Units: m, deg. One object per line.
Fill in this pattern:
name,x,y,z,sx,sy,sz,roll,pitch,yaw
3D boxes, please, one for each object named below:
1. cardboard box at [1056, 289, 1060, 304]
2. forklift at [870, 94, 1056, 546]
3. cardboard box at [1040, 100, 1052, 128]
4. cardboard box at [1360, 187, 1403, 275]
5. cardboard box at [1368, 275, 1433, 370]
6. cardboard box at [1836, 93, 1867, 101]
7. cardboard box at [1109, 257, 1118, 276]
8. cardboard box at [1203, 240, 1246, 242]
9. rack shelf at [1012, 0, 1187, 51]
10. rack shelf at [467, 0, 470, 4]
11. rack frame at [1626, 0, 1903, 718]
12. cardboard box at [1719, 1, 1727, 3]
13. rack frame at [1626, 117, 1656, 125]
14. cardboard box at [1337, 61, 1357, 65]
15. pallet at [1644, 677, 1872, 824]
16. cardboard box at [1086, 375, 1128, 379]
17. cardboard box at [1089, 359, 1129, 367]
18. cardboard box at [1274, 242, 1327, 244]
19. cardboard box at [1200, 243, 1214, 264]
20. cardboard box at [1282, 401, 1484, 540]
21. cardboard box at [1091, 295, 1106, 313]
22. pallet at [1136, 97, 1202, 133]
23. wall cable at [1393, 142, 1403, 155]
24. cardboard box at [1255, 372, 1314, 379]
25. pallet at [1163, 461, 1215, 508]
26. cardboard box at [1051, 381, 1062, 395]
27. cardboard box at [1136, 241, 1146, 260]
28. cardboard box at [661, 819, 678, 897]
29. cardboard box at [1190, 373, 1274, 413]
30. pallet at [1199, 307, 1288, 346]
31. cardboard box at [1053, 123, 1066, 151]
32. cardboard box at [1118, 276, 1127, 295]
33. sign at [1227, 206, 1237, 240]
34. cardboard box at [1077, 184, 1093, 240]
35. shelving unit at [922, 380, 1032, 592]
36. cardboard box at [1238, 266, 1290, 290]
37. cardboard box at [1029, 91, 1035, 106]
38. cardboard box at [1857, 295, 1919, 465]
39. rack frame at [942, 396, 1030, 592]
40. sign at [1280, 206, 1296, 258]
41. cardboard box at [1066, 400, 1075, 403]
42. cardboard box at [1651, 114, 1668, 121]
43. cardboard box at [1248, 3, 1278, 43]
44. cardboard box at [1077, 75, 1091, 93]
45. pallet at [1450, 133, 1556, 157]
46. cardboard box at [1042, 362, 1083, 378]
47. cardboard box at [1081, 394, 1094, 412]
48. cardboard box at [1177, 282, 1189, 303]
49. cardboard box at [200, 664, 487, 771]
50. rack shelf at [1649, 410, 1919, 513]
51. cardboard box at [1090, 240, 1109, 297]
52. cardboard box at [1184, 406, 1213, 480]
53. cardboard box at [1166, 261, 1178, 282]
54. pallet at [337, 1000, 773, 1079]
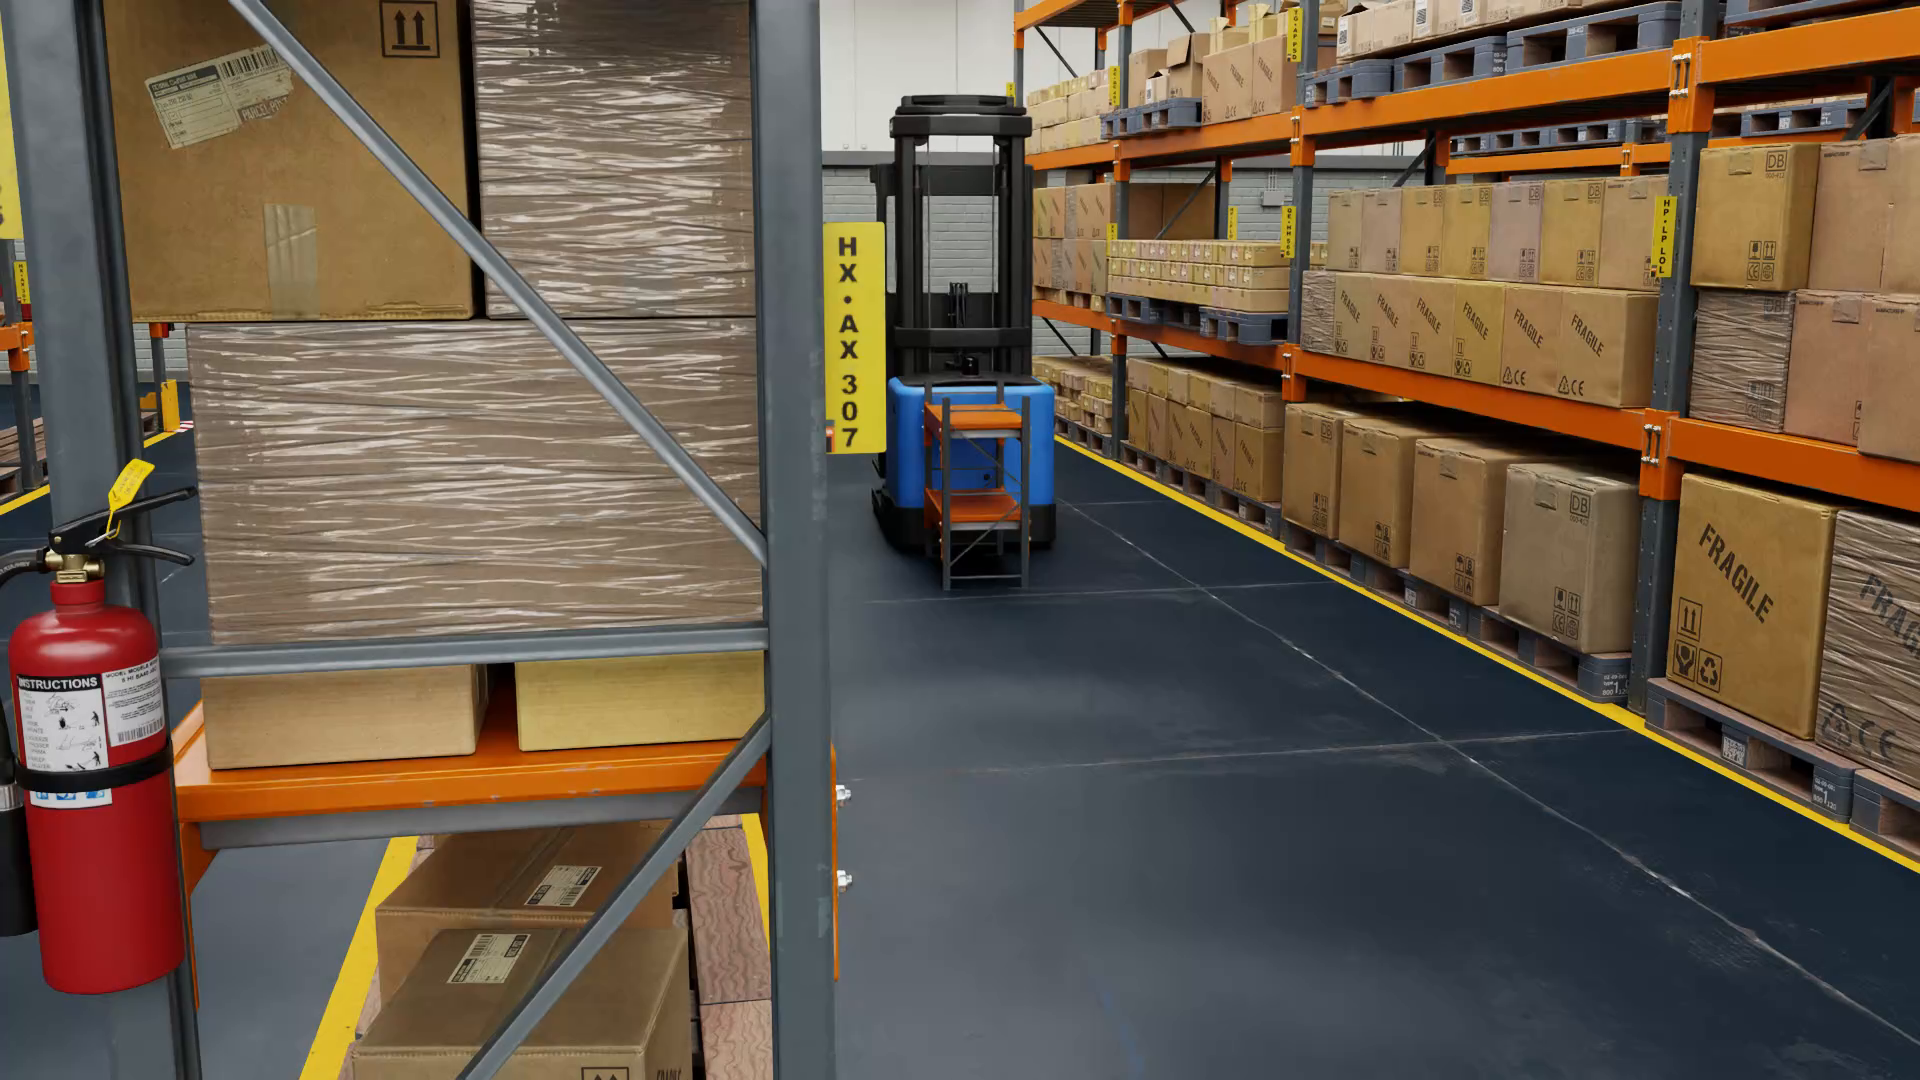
cardboard box,1.180,-2.457,16.754,0.380,0.149,0.250,-2,11,-9
forklift,-0.065,-1.629,11.915,1.130,2.935,3.031,-1,11,-7
cardboard box,1.105,-4.302,16.821,0.500,0.250,0.500,-2,11,-10
cardboard box,2.818,-1.833,9.865,0.700,0.500,0.500,-2,11,-12
cardboard box,2.663,-1.240,9.420,0.500,0.500,0.500,-2,11,-11
cardboard box,7.098,-3.571,12.521,0.700,0.500,0.500,-3,11,-14
cardboard box,1.489,-2.342,14.233,0.380,0.149,0.250,-2,11,-10
cardboard box,2.234,-2.414,13.815,0.380,0.149,0.250,-2,11,-13
rack shelf,1.474,-5.161,16.178,1.077,0.370,4.000,-2,11,-11
rack shelf,-1.077,-1.326,4.044,1.077,0.370,4.000,-2,11,-11
rack frame,3.419,-0.735,7.035,1.000,3.000,0.127,-2,11,-11
cardboard box,3.547,-2.518,7.348,0.258,0.266,0.396,-2,11,-12
rack frame,6.699,-5.348,15.226,1.000,3.000,0.127,-2,11,-11
cardboard box,2.549,-3.007,10.232,0.380,0.149,0.250,-3,11,-13
pallet,3.490,0.777,6.548,1.003,0.211,1.213,-2,11,-11
cardboard box,1.421,-1.497,15.951,0.380,0.149,0.250,-2,11,-9
cardboard box,1.604,-1.855,17.830,0.380,0.149,0.250,-2,11,-12
cardboard box,2.538,-2.128,12.312,0.380,0.149,0.250,-2,11,-8
cardboard box,1.943,-2.060,11.954,0.380,0.149,0.250,-2,11,-9
cardboard box,2.671,-0.455,10.457,1.050,0.750,0.750,-2,11,-12
cardboard box,1.421,-2.166,15.225,0.380,0.149,0.250,-2,11,-13
pallet,2.084,-3.276,12.867,1.213,0.211,1.003,-2,11,-11
wall cable,8.017,-7.254,25.141,2.988,3.039,0.133,-2,11,-11
cardboard box,2.562,-1.135,12.692,0.500,0.250,0.500,-2,11,-11
pallet,2.257,-0.465,13.077,1.003,0.211,1.213,-2,11,-11
cardboard box,1.156,-1.592,17.245,0.380,0.149,0.250,-3,11,-14
cardboard box,1.642,-2.344,13.449,0.380,0.149,0.250,-2,11,-12
cardboard box,-1.110,0.739,4.852,0.500,0.500,0.500,-3,11,-16
cardboard box,2.059,-1.117,12.600,0.500,0.250,0.500,-2,11,-10
pallet,2.398,-1.501,11.574,1.213,0.211,1.003,-2,11,-11
cardboard box,1.223,-3.958,16.349,0.500,0.250,0.500,-2,11,-11
cardboard box,1.548,-2.145,13.995,0.380,0.149,0.250,-2,11,-10
sign,2.407,-2.792,14.745,0.100,0.325,0.005,-2,11,-11
cardboard box,1.401,-3.060,15.512,0.500,0.500,0.500,-2,11,-13
shelving unit,0.088,-0.356,10.058,0.538,1.125,1.048,-1,11,-7
cardboard box,2.099,-1.772,11.235,0.380,0.149,0.250,-2,11,-10
cardboard box,0.938,-4.610,17.368,0.380,0.149,0.250,-2,11,-11
cardboard box,3.621,-0.538,5.599,0.875,0.550,0.550,-2,11,-11
rack frame,0.149,-0.261,9.562,0.500,1.125,0.032,-1,11,-7
sign,2.111,-1.977,10.676,0.100,0.325,0.005,-2,11,-11
cardboard box,1.267,-1.308,16.545,0.380,0.149,0.250,-2,11,-10
cardboard box,6.453,-3.910,14.931,0.396,0.266,0.258,-2,11,-12
cardboard box,2.193,-3.525,11.360,0.396,0.266,0.258,-2,11,-11
cardboard box,1.324,-4.282,15.646,0.380,0.149,0.250,-3,11,-13
pallet,6.076,-4.429,18.656,1.003,0.211,1.213,-2,11,-11
cardboard box,1.078,-1.786,17.467,0.380,0.149,0.250,-3,11,-14
cardboard box,1.356,-1.298,15.699,0.380,0.149,0.250,-3,11,-13
cardboard box,1.850,-1.861,12.498,0.380,0.149,0.250,-2,11,-9
cardboard box,-0.946,0.239,2.589,0.380,0.149,0.250,-2,11,-11
rack shelf,3.808,-0.015,5.175,1.077,0.370,4.000,-2,11,-11
cardboard box,1.492,-2.476,15.119,0.500,0.500,0.500,-2,11,-11
cardboard box,2.041,-0.750,12.676,0.500,0.500,0.500,-3,11,-14
cardboard box,1.795,-2.055,12.726,0.380,0.149,0.250,-2,11,-12
pallet,-0.826,1.366,3.454,1.003,0.211,1.213,-2,11,-11
